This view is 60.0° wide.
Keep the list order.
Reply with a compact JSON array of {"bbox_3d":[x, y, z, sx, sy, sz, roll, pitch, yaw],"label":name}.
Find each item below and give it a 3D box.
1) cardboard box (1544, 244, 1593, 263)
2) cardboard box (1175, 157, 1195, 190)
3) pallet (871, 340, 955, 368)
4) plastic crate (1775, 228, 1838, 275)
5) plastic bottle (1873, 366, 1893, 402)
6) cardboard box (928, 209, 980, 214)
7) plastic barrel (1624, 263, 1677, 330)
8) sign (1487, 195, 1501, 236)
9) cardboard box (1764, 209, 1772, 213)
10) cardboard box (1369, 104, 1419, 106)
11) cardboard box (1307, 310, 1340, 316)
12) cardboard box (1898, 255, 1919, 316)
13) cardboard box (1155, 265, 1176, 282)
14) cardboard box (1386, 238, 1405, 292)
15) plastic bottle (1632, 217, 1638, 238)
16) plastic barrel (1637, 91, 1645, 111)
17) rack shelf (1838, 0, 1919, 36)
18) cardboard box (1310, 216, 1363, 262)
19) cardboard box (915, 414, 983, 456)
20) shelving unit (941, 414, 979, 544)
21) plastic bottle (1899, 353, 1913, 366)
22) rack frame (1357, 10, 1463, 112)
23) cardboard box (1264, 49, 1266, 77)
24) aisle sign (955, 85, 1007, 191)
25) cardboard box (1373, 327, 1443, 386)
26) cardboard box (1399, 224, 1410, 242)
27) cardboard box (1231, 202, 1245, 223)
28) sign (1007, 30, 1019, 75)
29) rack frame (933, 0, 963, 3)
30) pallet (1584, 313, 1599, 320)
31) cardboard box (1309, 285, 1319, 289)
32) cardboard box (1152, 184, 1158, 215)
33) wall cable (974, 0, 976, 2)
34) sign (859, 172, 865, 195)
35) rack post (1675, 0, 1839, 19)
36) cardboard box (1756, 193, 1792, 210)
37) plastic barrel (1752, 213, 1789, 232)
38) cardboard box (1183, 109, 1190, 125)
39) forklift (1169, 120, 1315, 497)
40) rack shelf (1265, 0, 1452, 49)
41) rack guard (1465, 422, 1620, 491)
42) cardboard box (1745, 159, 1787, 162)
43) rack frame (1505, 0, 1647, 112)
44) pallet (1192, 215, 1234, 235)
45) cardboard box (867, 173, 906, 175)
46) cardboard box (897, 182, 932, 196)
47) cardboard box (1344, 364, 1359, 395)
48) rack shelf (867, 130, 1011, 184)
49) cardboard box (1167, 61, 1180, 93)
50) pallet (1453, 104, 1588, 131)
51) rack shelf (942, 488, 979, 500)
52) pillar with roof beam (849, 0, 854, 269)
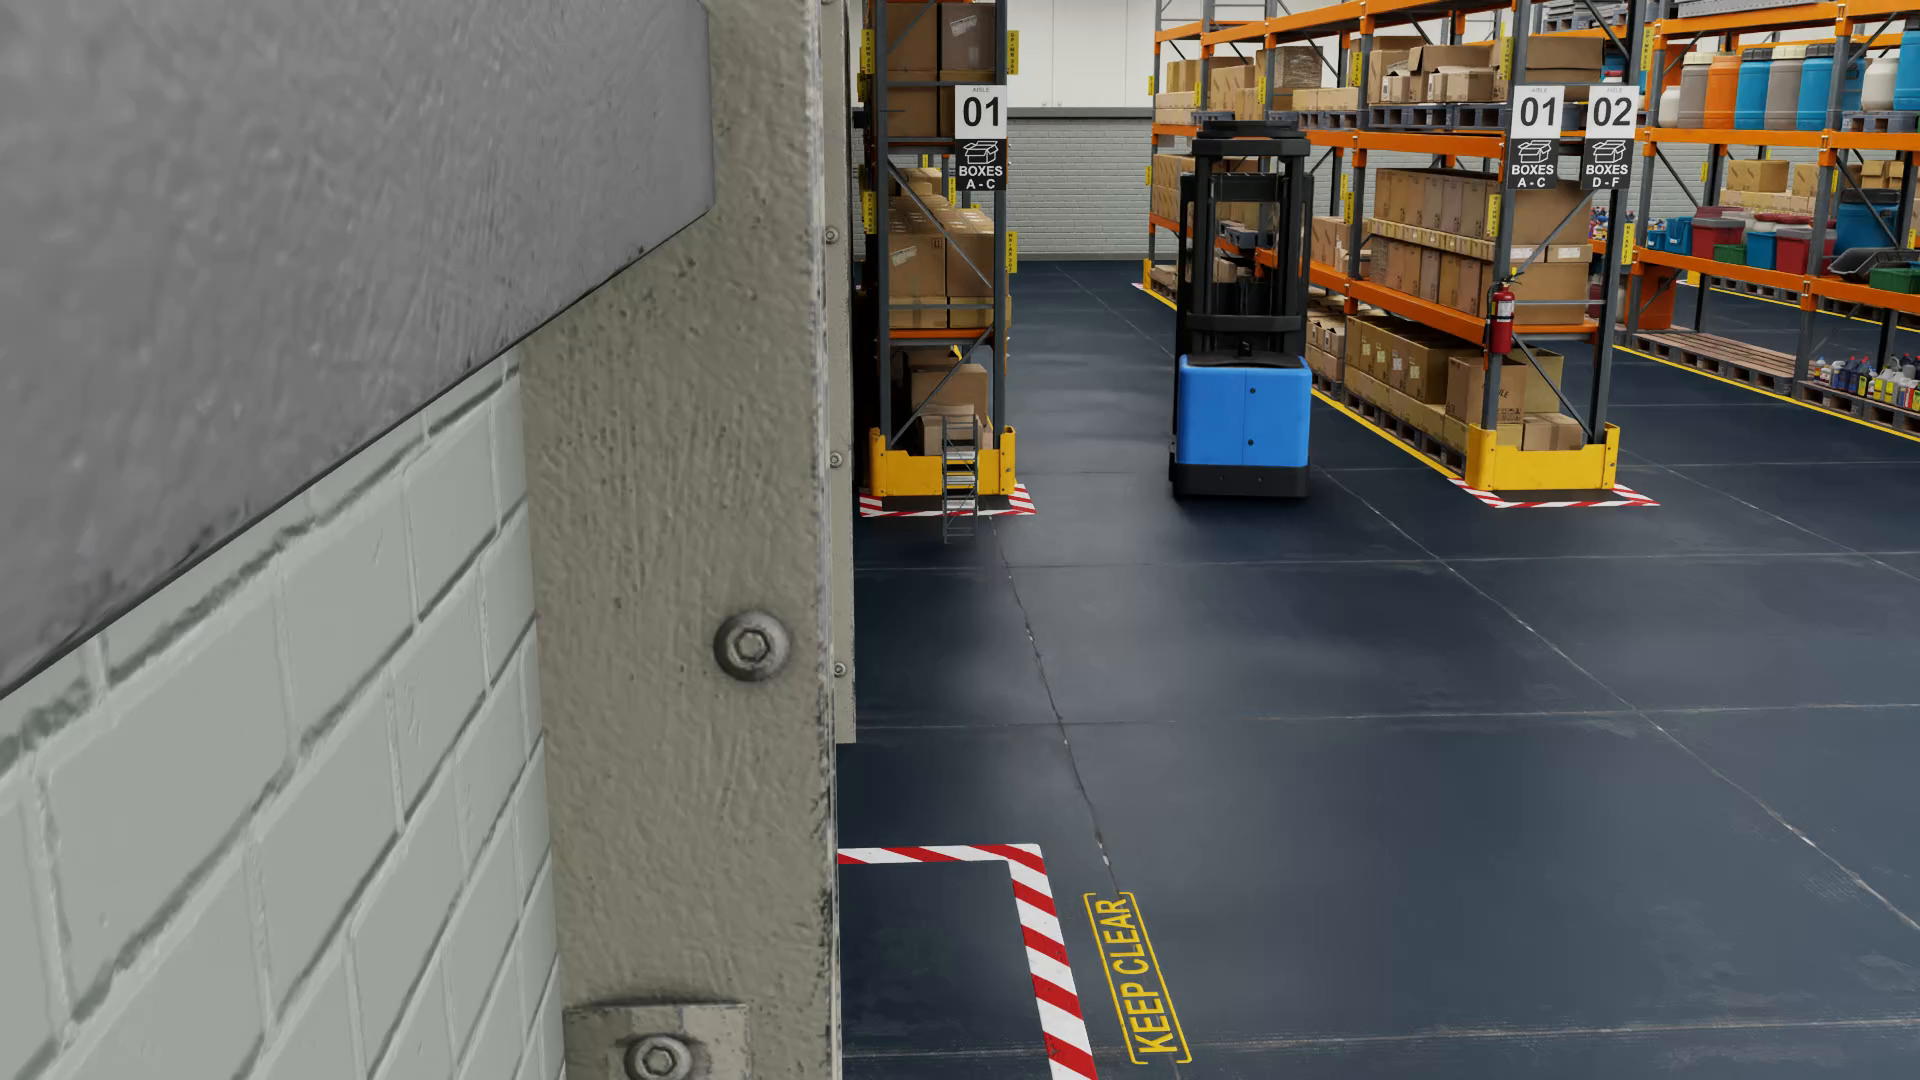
[{"bbox_3d":[4.991,-2.377,13.742,0.380,0.149,0.250,-1,14,-4],"label":"cardboard box"},{"bbox_3d":[3.702,-5.805,26.361,0.500,0.500,0.500,-1,14,-3],"label":"cardboard box"},{"bbox_3d":[-0.592,-2.281,20.467,1.003,0.211,1.213,-1,14,-3],"label":"pallet"},{"bbox_3d":[9.161,-3.130,18.045,0.402,0.464,0.583,-1,14,-3],"label":"plastic crate"},{"bbox_3d":[9.171,-1.554,16.480,0.144,0.351,0.185,-1,14,-4],"label":"plastic bottle"},{"bbox_3d":[-0.053,-3.018,16.493,0.500,0.500,0.500,-1,14,-4],"label":"cardboard box"},{"bbox_3d":[9.202,-3.252,22.160,0.600,0.830,0.708,-1,14,-3],"label":"plastic barrel"},{"bbox_3d":[4.258,-2.584,13.251,0.100,0.325,0.005,-1,14,-3],"label":"sign"},{"bbox_3d":[13.504,-5.382,27.428,0.380,0.149,0.250,-1,14,-3],"label":"cardboard box"},{"bbox_3d":[4.524,-4.645,17.499,0.500,0.250,0.500,1,14,2],"label":"cardboard box"},{"bbox_3d":[4.147,-2.526,19.376,0.500,0.311,0.500,-1,14,-4],"label":"cardboard box"},{"bbox_3d":[14.123,-3.623,23.510,1.225,0.875,0.875,-1,14,-3],"label":"cardboard box"},{"bbox_3d":[3.591,-4.510,28.171,0.500,0.250,0.500,-1,14,-3],"label":"cardboard box"},{"bbox_3d":[4.626,-2.715,16.359,0.700,0.500,0.500,-1,14,-4],"label":"cardboard box"},{"bbox_3d":[9.459,-4.376,23.263,0.152,0.276,0.135,-1,14,-3],"label":"plastic bottle"},{"bbox_3d":[9.036,-5.832,22.089,0.301,0.262,0.301,0,14,0],"label":"plastic barrel"},{"bbox_3d":[9.621,-4.850,15.062,1.077,0.370,4.000,-1,14,-3],"label":"rack shelf"},{"bbox_3d":[4.425,-3.534,19.543,0.500,0.500,0.500,-2,15,-6],"label":"cardboard box"},{"bbox_3d":[-0.097,-0.920,14.097,0.500,0.311,0.500,-3,15,-10],"label":"cardboard box"},{"bbox_3d":[0.000,-0.438,11.922,0.258,0.900,0.210,-1,14,-3],"label":"shelving unit"},{"bbox_3d":[9.824,-1.758,17.274,0.144,0.351,0.185,-1,14,-5],"label":"plastic bottle"},{"bbox_3d":[4.553,-5.814,16.562,1.000,3.000,0.127,-1,14,-3],"label":"rack frame"},{"bbox_3d":[4.252,-6.124,21.580,0.500,0.500,0.500,-1,14,-3],"label":"cardboard box"},{"bbox_3d":[0.160,-3.082,12.767,0.394,0.787,0.004,-1,14,-3],"label":"aisle sign"},{"bbox_3d":[4.331,-1.774,16.073,0.500,0.500,0.500,-1,14,-3],"label":"cardboard box"},{"bbox_3d":[4.440,-2.947,15.958,0.380,0.149,0.250,-1,14,-5],"label":"cardboard box"},{"bbox_3d":[4.228,-4.711,23.274,0.700,0.500,0.500,-5,15,-18],"label":"cardboard box"},{"bbox_3d":[0.398,-3.720,12.693,0.100,0.325,0.005,-1,14,-3],"label":"sign"},{"bbox_3d":[-0.391,-5.736,16.262,1.000,3.000,0.127,-1,14,-3],"label":"rack frame"},{"bbox_3d":[9.086,-3.126,23.753,1.003,0.211,1.213,-1,14,-3],"label":"pallet"},{"bbox_3d":[4.524,-3.153,22.396,0.500,0.500,0.500,-1,14,-5],"label":"cardboard box"},{"bbox_3d":[3.573,-5.827,28.452,0.500,0.500,0.500,-1,14,-2],"label":"cardboard box"},{"bbox_3d":[1.572,-11.117,33.269,3.097,2.526,0.112,-1,14,-3],"label":"wall cable"},{"bbox_3d":[-1.441,-5.269,24.589,0.100,0.325,0.005,-1,14,-3],"label":"sign"},{"bbox_3d":[9.289,-6.474,18.729,1.013,1.000,3.121,-1,14,-3],"label":"rack post"},{"bbox_3d":[13.561,-5.609,27.509,0.500,0.250,0.500,-1,14,-5],"label":"cardboard box"},{"bbox_3d":[9.584,-3.581,19.652,0.433,0.535,0.433,0,14,0],"label":"plastic barrel"},{"bbox_3d":[3.741,-6.519,25.626,0.500,0.250,0.500,-1,14,-3],"label":"cardboard box"},{"bbox_3d":[2.397,-2.072,14.197,1.130,2.935,3.031,2,15,7],"label":"forklift"},{"bbox_3d":[4.429,-5.769,18.635,1.077,0.370,4.000,-1,14,-3],"label":"rack shelf"},{"bbox_3d":[4.802,-0.697,13.732,1.175,0.500,0.348,-1,14,-3],"label":"rack guard"},{"bbox_3d":[13.989,-6.362,28.933,0.500,0.500,0.500,-1,14,-3],"label":"cardboard box"},{"bbox_3d":[4.800,-4.819,12.696,1.000,3.000,0.127,-1,14,-3],"label":"rack frame"},{"bbox_3d":[3.998,-4.604,24.288,1.003,0.211,1.213,-1,14,-3],"label":"pallet"},{"bbox_3d":[-0.983,-4.756,22.150,0.500,0.250,0.500,-1,14,-5],"label":"cardboard box"},{"bbox_3d":[-0.553,-4.236,20.086,0.380,0.149,0.250,-3,15,-13],"label":"cardboard box"},{"bbox_3d":[4.279,-1.660,17.134,0.500,0.250,0.500,-1,14,-3],"label":"cardboard box"},{"bbox_3d":[-0.267,-3.438,14.792,1.077,0.370,4.000,-1,14,-3],"label":"rack shelf"},{"bbox_3d":[3.804,-7.625,27.414,0.700,0.500,0.500,-1,14,-3],"label":"cardboard box"},{"bbox_3d":[4.783,-3.500,13.766,1.003,0.211,1.213,-1,14,-3],"label":"pallet"},{"bbox_3d":[0.000,-0.318,11.953,0.258,0.077,0.200,-1,14,-3],"label":"rack shelf"},{"bbox_3d":[2.131,-9.445,30.677,9.100,9.000,0.400,-1,14,-3],"label":"pillar with roof beam"}]
